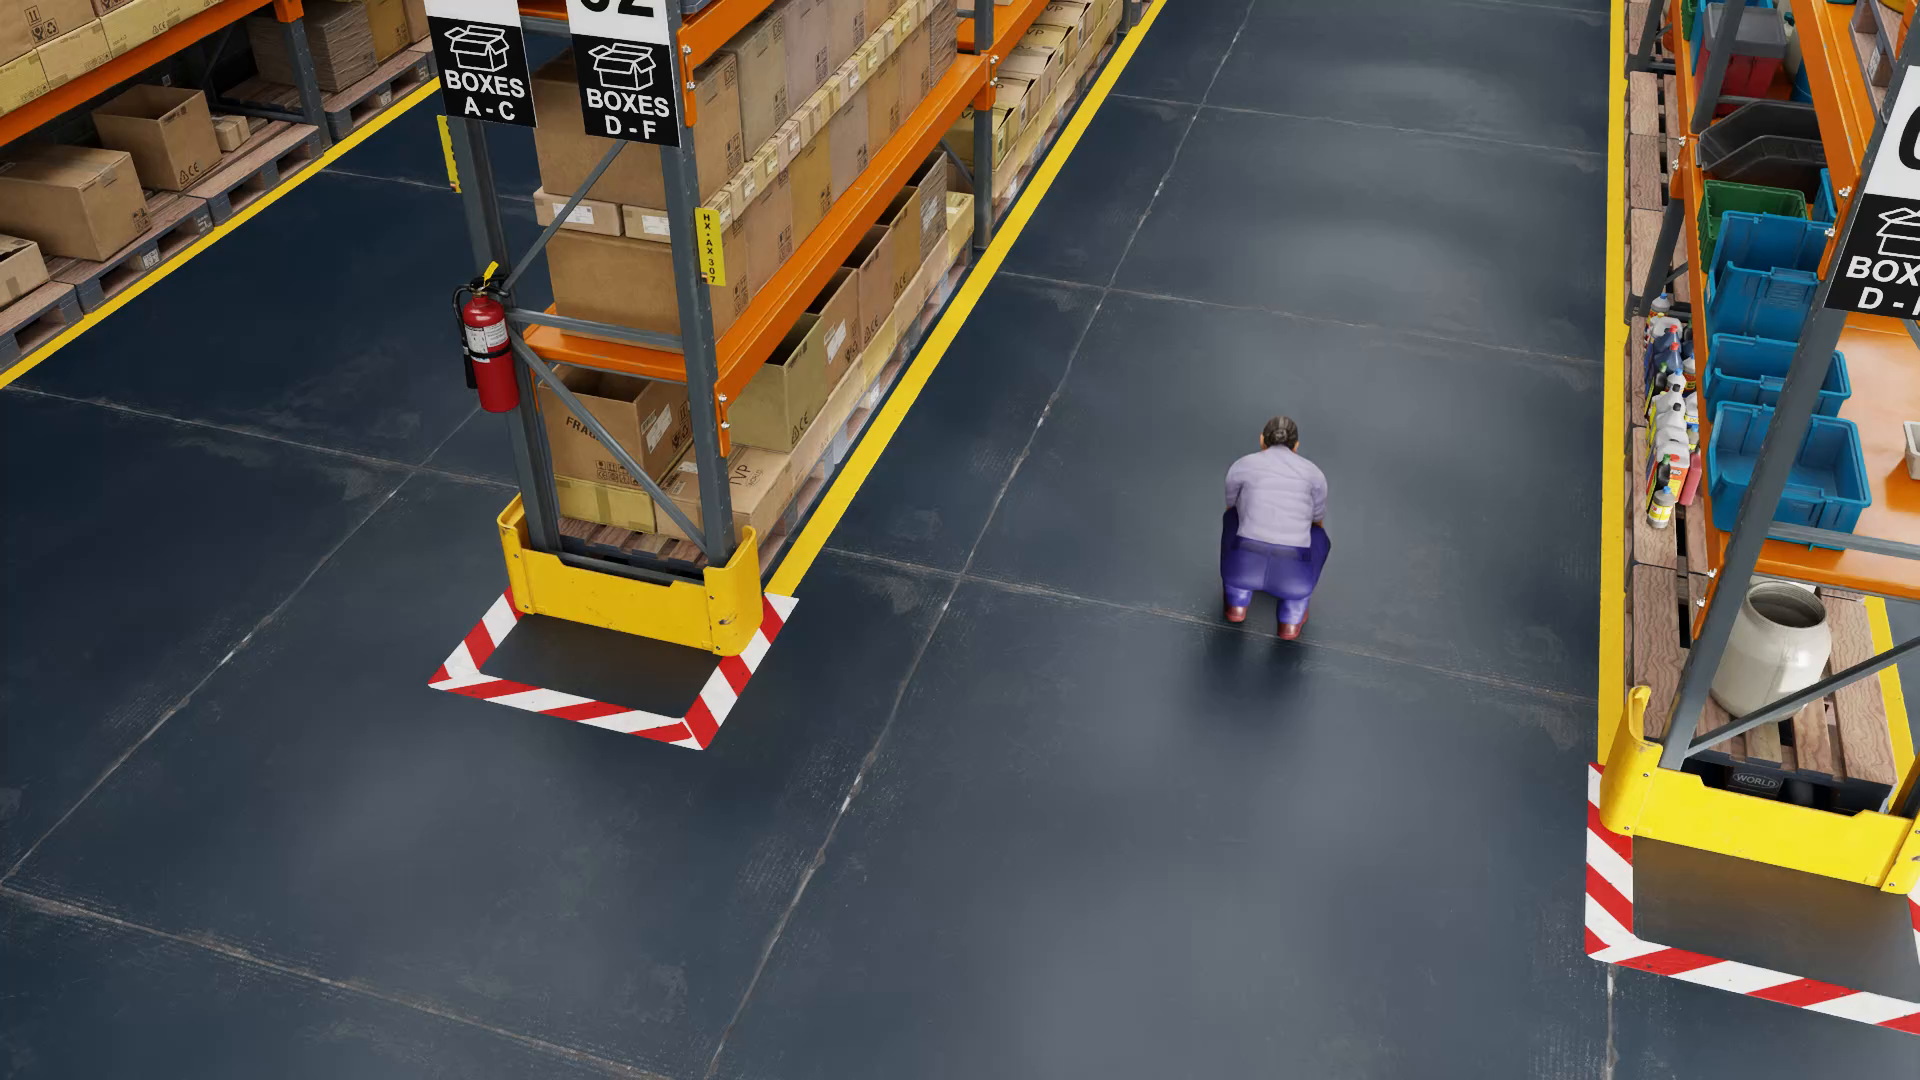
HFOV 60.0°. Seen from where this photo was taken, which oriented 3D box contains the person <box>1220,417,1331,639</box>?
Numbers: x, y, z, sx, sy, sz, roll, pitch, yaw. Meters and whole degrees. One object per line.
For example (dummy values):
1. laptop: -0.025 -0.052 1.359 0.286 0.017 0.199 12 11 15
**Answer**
1. person: 1.444 -0.038 7.644 0.520 0.822 0.822 11 39 14
